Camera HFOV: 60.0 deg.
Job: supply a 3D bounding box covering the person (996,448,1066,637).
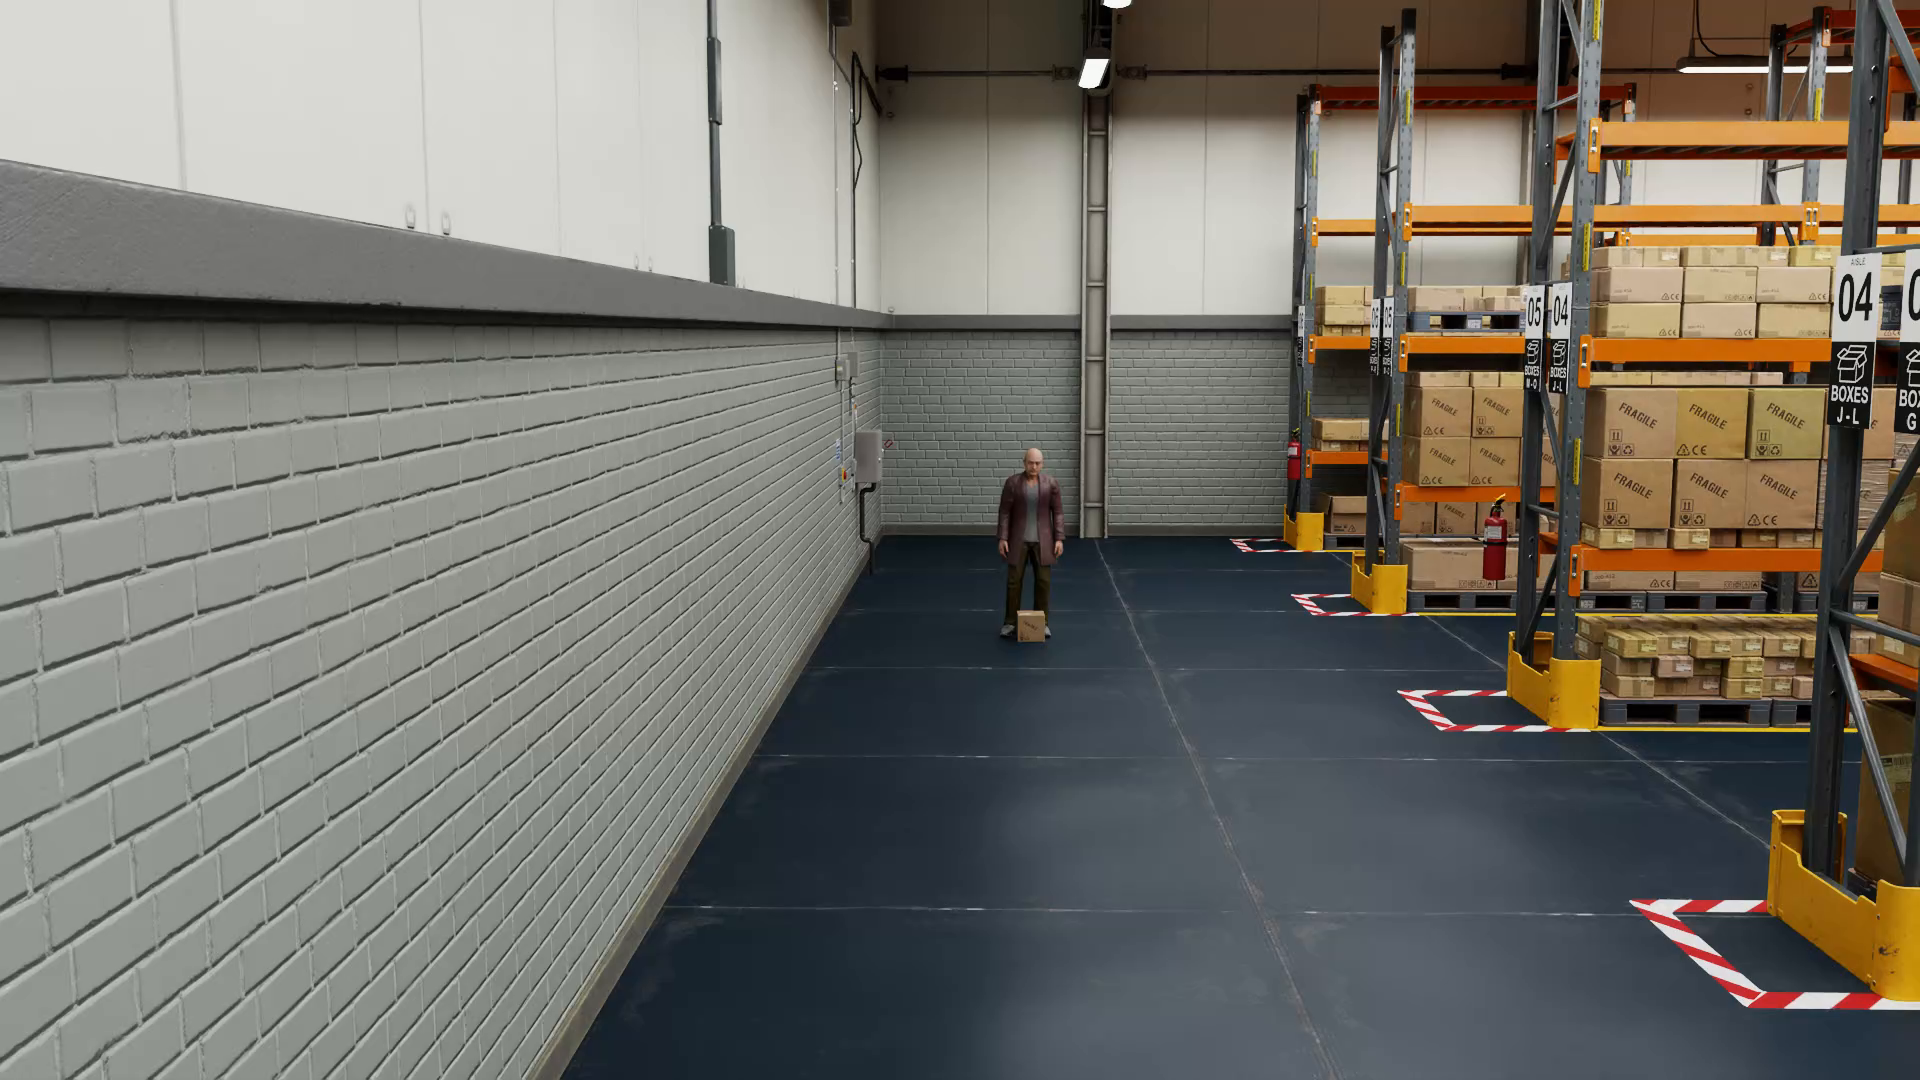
[{"bbox_3d":[0.668,0.018,15.678,0.655,1.774,0.416,0,7,0],"label":"person"}]
